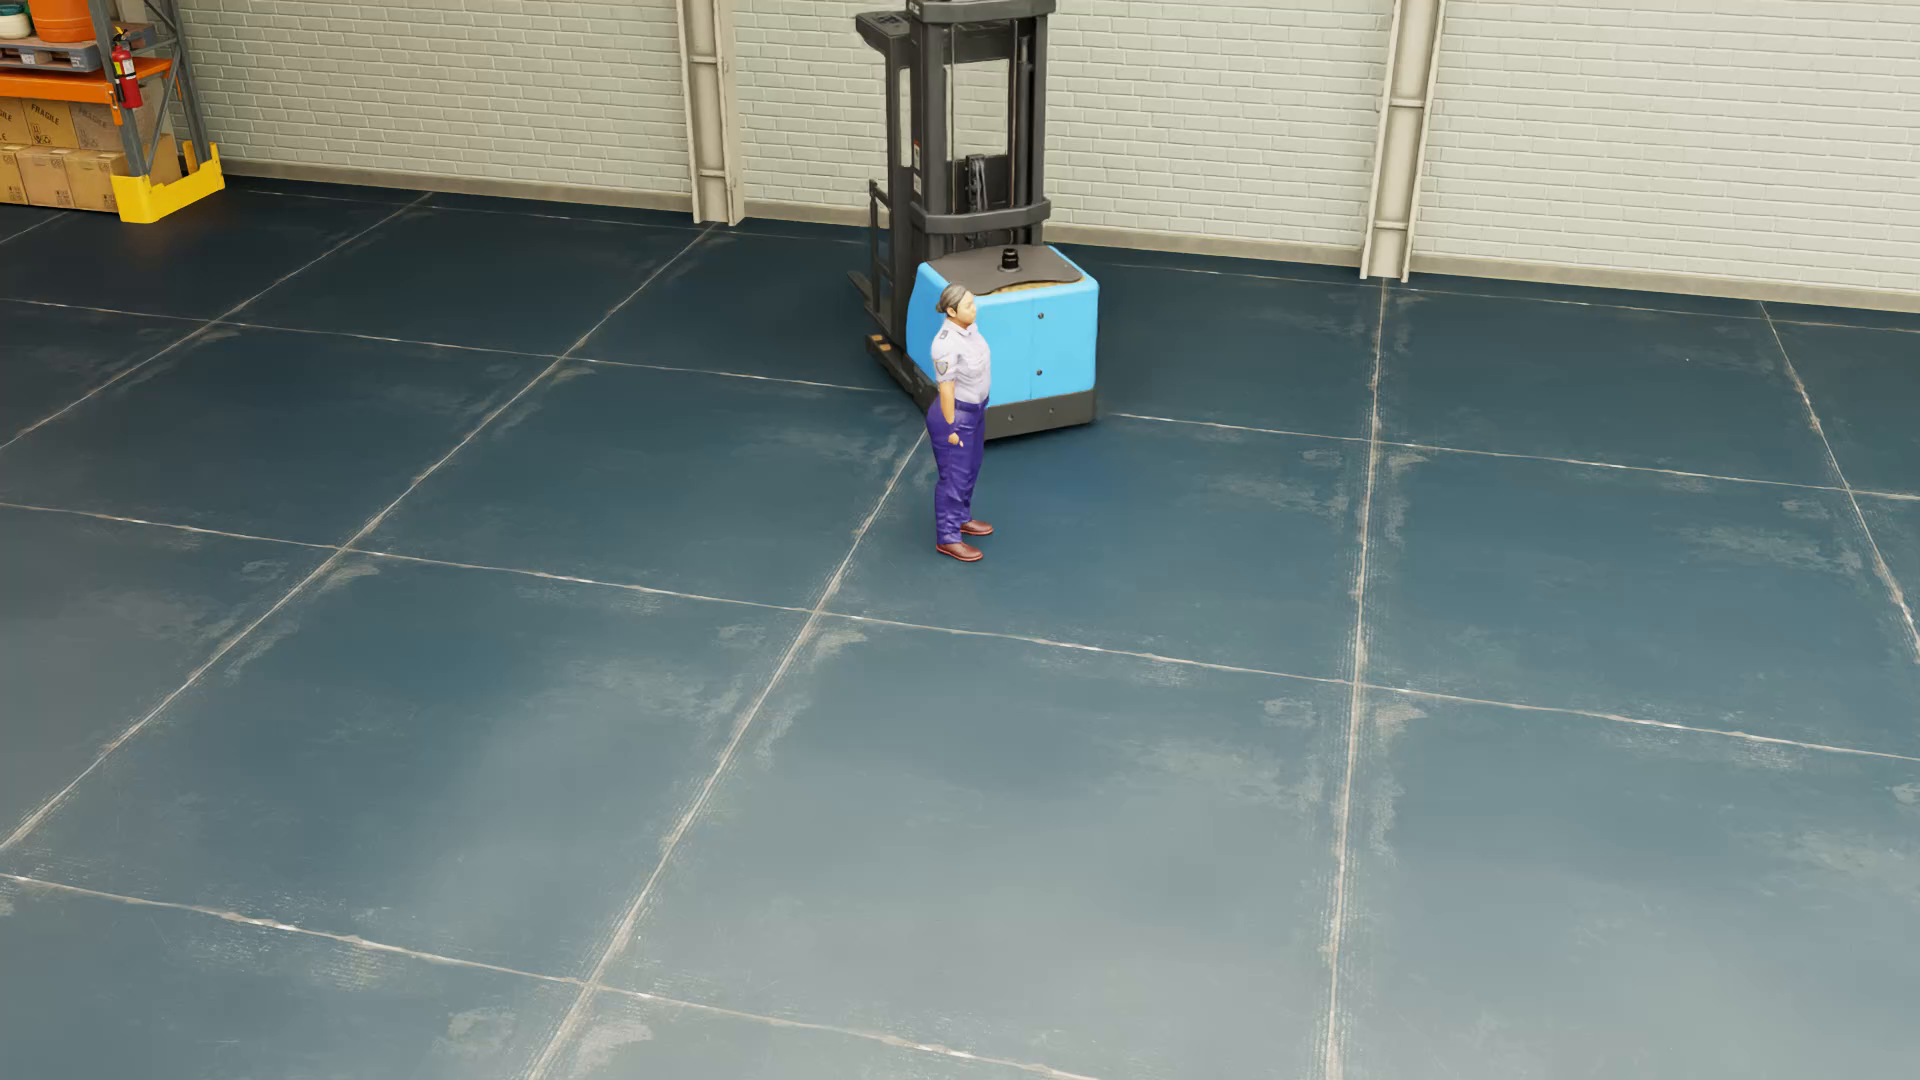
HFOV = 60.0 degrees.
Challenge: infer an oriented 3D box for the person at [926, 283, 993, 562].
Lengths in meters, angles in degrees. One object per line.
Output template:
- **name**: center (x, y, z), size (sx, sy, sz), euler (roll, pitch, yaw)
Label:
- **person**: center (0.002, -0.710, 9.733), size (0.365, 1.651, 0.483), euler (7, 30, 12)

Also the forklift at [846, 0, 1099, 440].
- **forklift**: center (-0.066, -2.639, 11.828), size (1.130, 2.935, 3.031), euler (-11, 31, -18)
